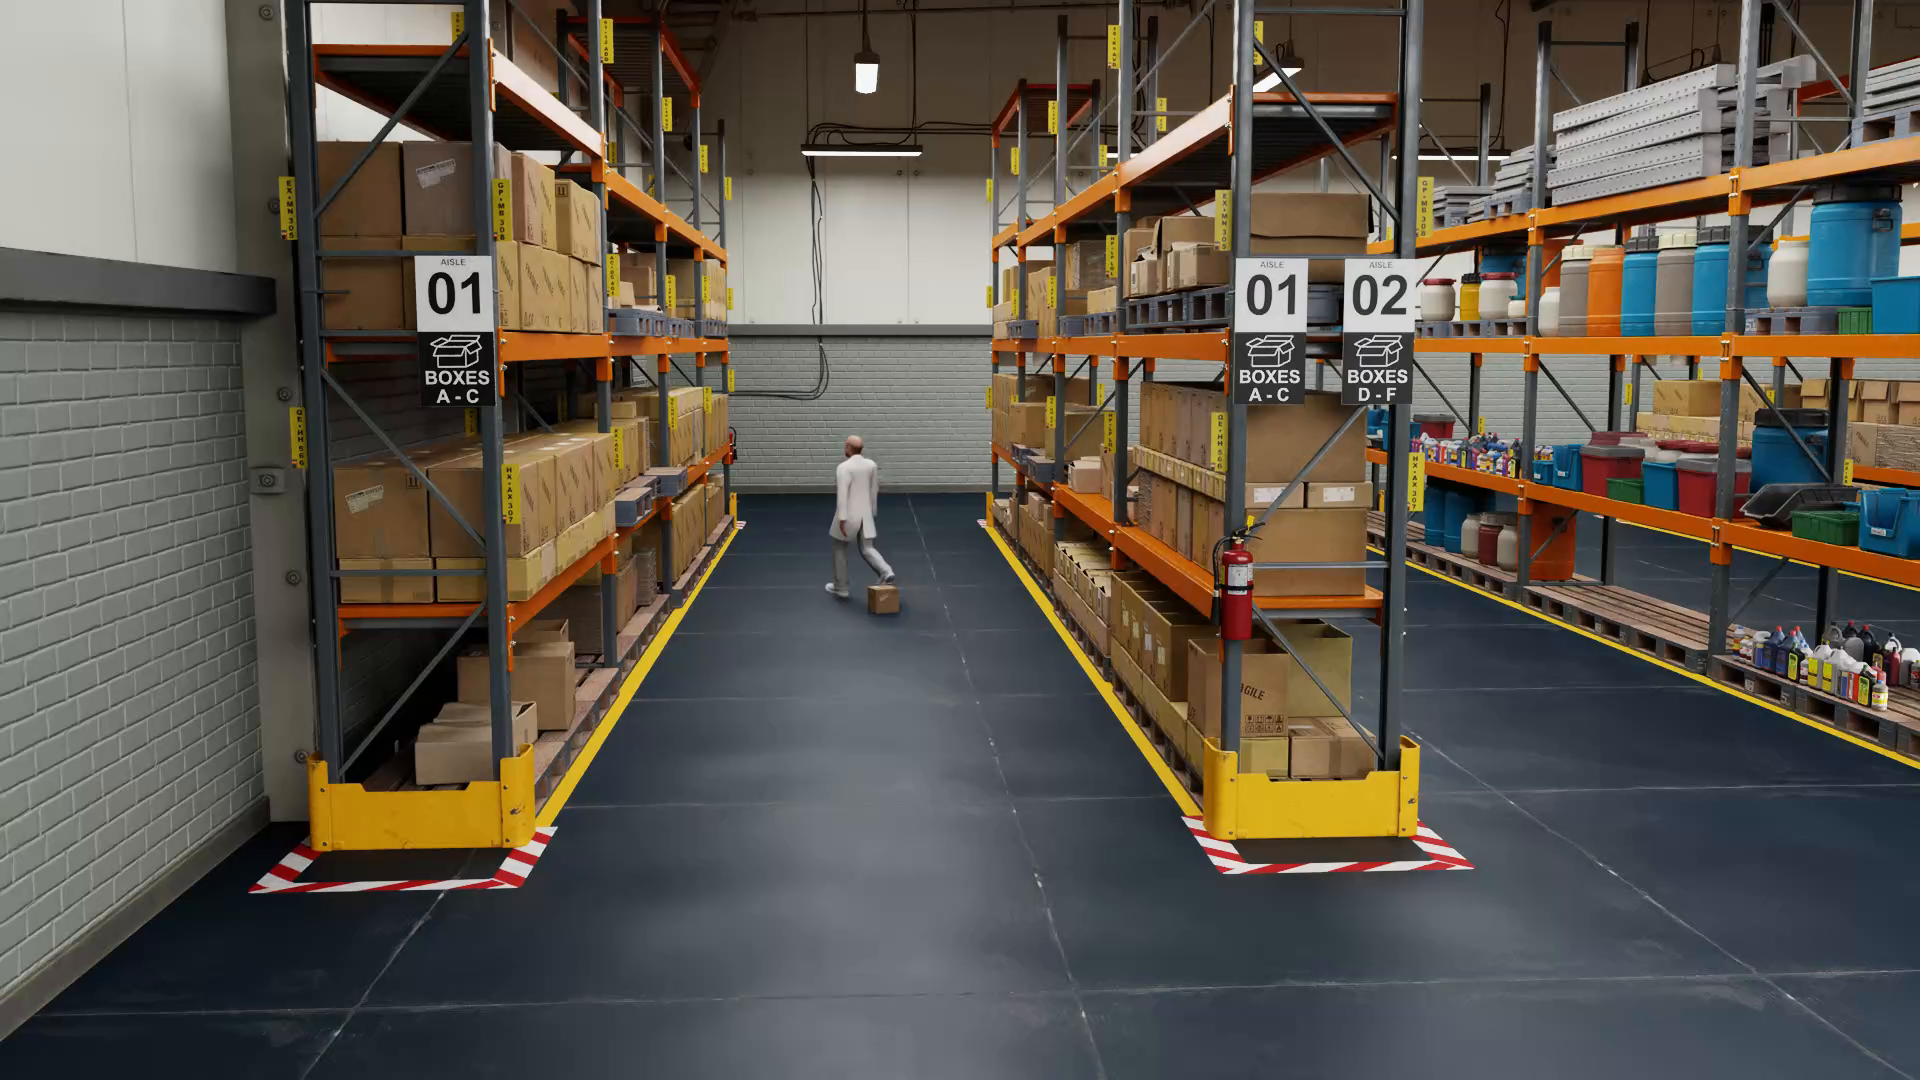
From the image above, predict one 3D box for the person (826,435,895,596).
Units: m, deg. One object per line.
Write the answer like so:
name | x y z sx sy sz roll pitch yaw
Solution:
person | -1.092 -0.249 17.865 0.572 1.745 1.001 -5 9 -38
